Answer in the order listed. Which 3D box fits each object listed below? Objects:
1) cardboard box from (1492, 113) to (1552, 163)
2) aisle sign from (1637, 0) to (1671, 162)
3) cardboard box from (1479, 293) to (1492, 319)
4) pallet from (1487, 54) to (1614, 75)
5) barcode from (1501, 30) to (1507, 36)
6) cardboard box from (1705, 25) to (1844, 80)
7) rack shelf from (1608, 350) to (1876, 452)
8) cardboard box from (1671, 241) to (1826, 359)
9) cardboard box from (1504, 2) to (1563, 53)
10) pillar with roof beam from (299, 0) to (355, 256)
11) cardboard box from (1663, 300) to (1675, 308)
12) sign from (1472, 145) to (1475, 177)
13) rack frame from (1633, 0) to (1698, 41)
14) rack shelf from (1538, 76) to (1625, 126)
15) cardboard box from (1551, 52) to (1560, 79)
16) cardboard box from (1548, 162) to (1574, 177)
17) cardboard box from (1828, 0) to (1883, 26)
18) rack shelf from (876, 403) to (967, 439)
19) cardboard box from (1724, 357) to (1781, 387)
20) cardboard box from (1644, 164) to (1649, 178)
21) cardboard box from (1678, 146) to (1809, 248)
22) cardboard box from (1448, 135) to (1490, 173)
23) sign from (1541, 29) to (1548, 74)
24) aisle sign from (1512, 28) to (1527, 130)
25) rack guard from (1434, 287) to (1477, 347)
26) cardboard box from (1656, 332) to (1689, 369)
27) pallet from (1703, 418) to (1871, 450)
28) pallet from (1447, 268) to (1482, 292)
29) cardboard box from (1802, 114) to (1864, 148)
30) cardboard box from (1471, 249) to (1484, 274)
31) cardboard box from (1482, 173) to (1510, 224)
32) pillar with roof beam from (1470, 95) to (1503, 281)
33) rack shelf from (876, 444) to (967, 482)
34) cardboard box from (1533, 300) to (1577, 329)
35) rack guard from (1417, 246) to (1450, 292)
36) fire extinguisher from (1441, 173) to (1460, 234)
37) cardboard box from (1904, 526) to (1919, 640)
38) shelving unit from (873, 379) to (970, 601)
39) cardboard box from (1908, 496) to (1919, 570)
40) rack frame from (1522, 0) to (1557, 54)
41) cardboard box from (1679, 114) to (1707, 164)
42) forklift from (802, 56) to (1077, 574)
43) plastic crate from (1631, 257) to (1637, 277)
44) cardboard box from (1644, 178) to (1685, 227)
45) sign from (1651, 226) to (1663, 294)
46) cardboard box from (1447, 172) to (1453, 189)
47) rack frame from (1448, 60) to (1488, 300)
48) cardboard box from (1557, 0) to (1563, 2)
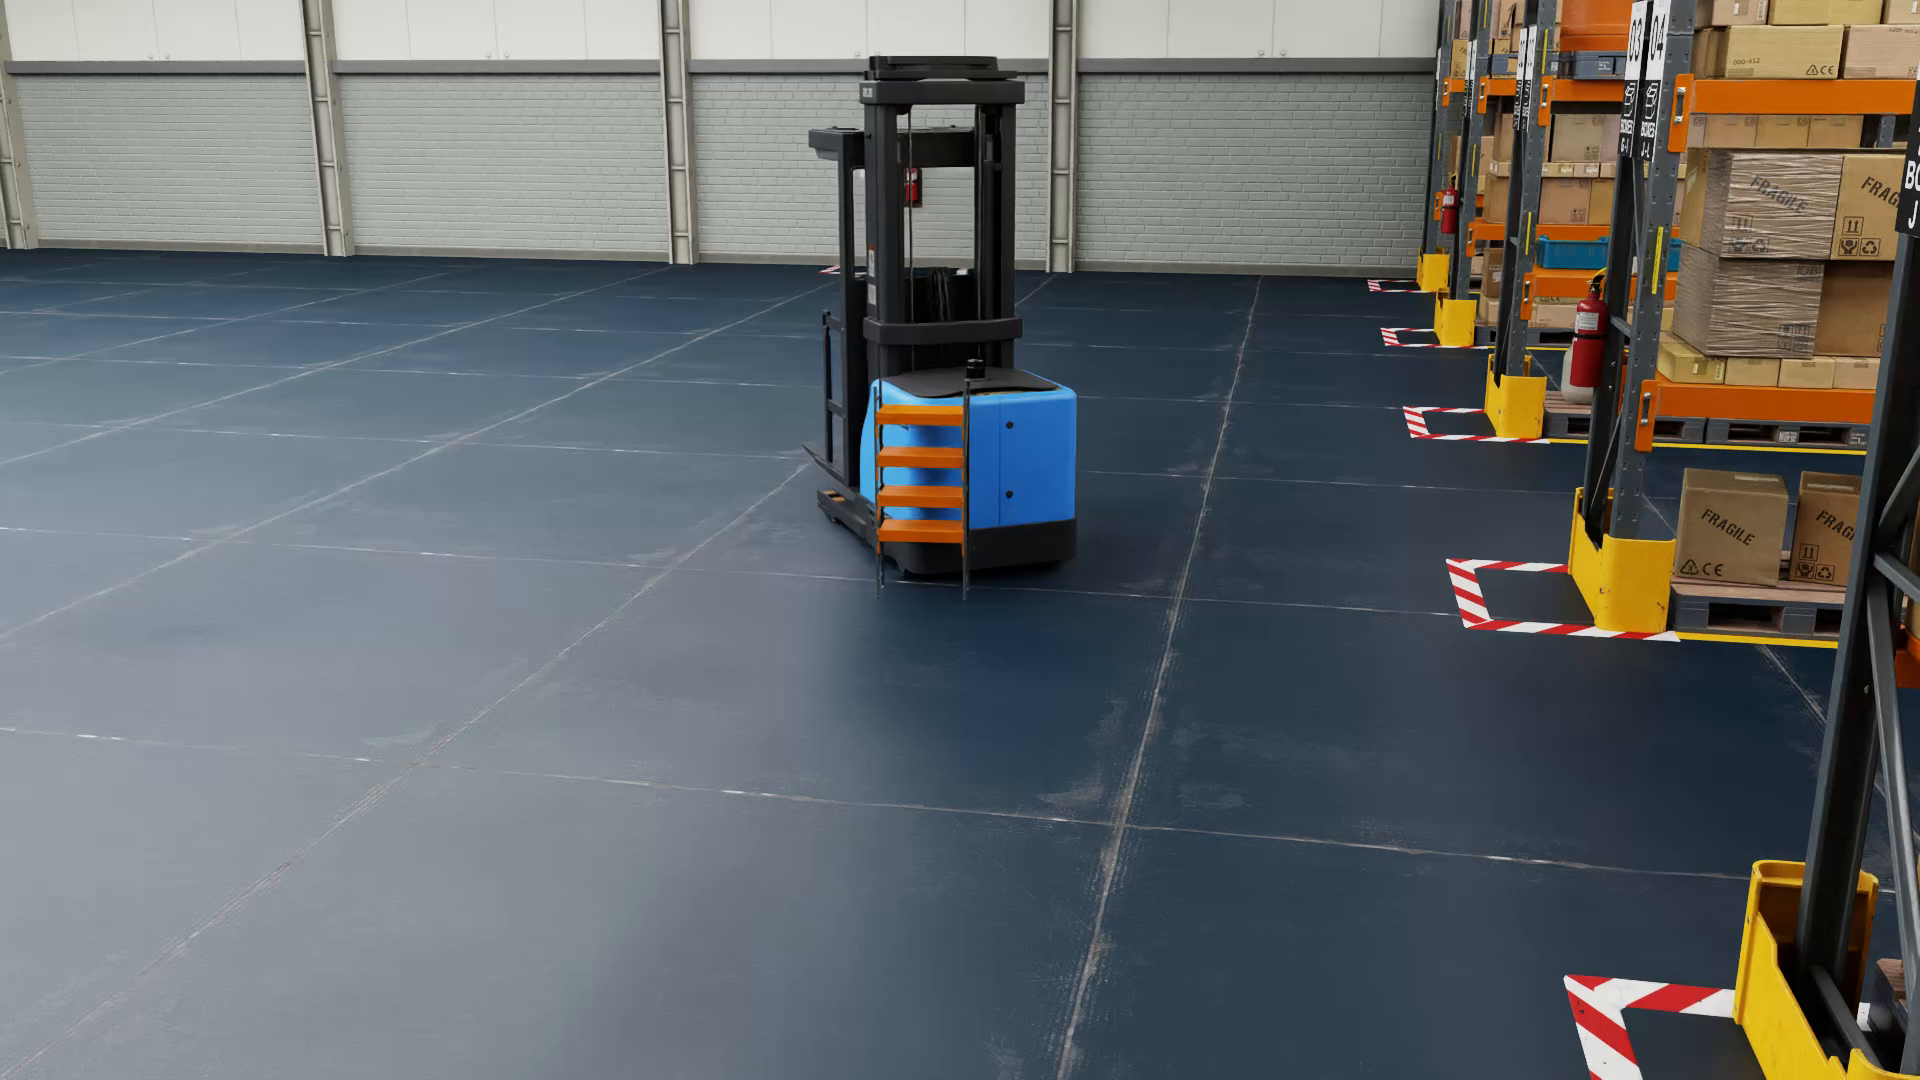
[{"bbox_3d":[6.062,-4.351,17.961,0.500,0.500,0.700,3,16,11],"label":"cardboard box"},{"bbox_3d":[3.457,-2.295,8.287,0.004,0.787,0.394,3,16,11],"label":"aisle sign"},{"bbox_3d":[6.140,-2.634,18.747,0.500,0.250,0.500,3,16,11],"label":"cardboard box"},{"bbox_3d":[6.243,-5.067,17.711,1.213,0.211,1.003,3,16,11],"label":"pallet"},{"bbox_3d":[5.948,-5.544,18.179,0.075,0.075,0.001,3,16,11],"label":"barcode"},{"bbox_3d":[3.999,-2.397,8.188,0.500,0.250,0.500,4,16,13],"label":"cardboard box"},{"bbox_3d":[5.538,-0.664,8.617,4.000,0.370,1.077,3,16,11],"label":"rack shelf"},{"bbox_3d":[4.111,-1.272,8.720,0.500,0.500,0.875,3,16,11],"label":"cardboard box"},{"bbox_3d":[6.118,-5.442,17.656,0.637,0.503,0.797,4,16,15],"label":"cardboard box"},{"bbox_3d":[-11.099,-7.916,22.211,0.400,9.000,9.100,3,16,11],"label":"pillar with roof beam"},{"bbox_3d":[7.506,-2.780,17.867,0.500,0.500,0.500,3,16,11],"label":"cardboard box"},{"bbox_3d":[5.439,-4.019,17.610,0.005,0.325,0.100,3,16,11],"label":"sign"},{"bbox_3d":[3.578,-4.008,8.104,0.127,3.000,1.000,3,16,11],"label":"rack frame"},{"bbox_3d":[6.525,-3.405,12.894,4.000,0.370,1.077,3,16,11],"label":"rack shelf"},{"bbox_3d":[7.846,-6.360,21.989,0.500,0.500,0.500,4,16,14],"label":"cardboard box"},{"bbox_3d":[6.401,-3.965,17.784,0.250,0.149,0.380,3,16,11],"label":"cardboard box"},{"bbox_3d":[4.309,-2.587,8.127,0.250,0.149,0.380,3,16,10],"label":"cardboard box"},{"bbox_3d":[-0.207,-0.655,9.137,0.480,0.148,0.258,1,16,5],"label":"rack shelf"},{"bbox_3d":[4.051,-0.900,8.593,0.250,0.149,0.380,3,16,11],"label":"cardboard box"},{"bbox_3d":[7.160,-3.924,17.636,0.250,0.149,0.380,3,16,10],"label":"cardboard box"},{"bbox_3d":[4.166,-1.826,8.846,0.500,0.500,0.500,3,16,11],"label":"cardboard box"},{"bbox_3d":[7.043,-5.333,22.966,0.500,0.500,0.500,3,16,10],"label":"cardboard box"},{"bbox_3d":[4.451,-3.719,12.662,0.005,0.325,0.100,3,16,11],"label":"sign"},{"bbox_3d":[4.554,-3.747,13.530,0.004,0.787,0.394,3,16,11],"label":"aisle sign"},{"bbox_3d":[5.532,-2.505,18.598,0.348,0.500,1.175,3,16,11],"label":"rack guard"},{"bbox_3d":[3.898,-1.035,9.079,0.250,0.149,0.380,3,16,11],"label":"cardboard box"},{"bbox_3d":[6.636,-0.967,13.587,1.213,0.211,1.003,3,16,11],"label":"pallet"},{"bbox_3d":[7.403,-3.604,23.107,1.213,0.211,1.003,3,16,11],"label":"pallet"},{"bbox_3d":[9.039,-4.191,17.384,0.500,0.500,0.700,3,16,11],"label":"cardboard box"},{"bbox_3d":[7.199,-3.860,23.021,0.500,0.311,0.500,1,16,5],"label":"cardboard box"},{"bbox_3d":[6.011,-3.728,18.145,0.500,0.500,0.700,3,16,11],"label":"cardboard box"},{"bbox_3d":[6.540,-6.958,18.755,0.400,9.000,9.100,3,16,11],"label":"pillar with roof beam"},{"bbox_3d":[-0.207,-0.427,9.200,0.480,0.148,0.258,1,16,5],"label":"rack shelf"},{"bbox_3d":[6.528,-2.473,18.165,0.500,0.250,0.500,3,16,11],"label":"cardboard box"},{"bbox_3d":[6.614,-3.796,23.258,0.348,0.500,1.175,3,16,11],"label":"rack guard"},{"bbox_3d":[5.532,-3.799,18.731,0.183,0.674,0.296,3,16,11],"label":"fire extinguisher"},{"bbox_3d":[2.863,0.111,4.192,0.550,0.550,0.875,3,16,11],"label":"cardboard box"},{"bbox_3d":[-0.207,-0.276,9.242,0.503,1.200,0.258,1,16,5],"label":"shelving unit"},{"bbox_3d":[5.389,-0.016,8.826,0.500,0.500,0.500,5,16,16],"label":"cardboard box"},{"bbox_3d":[4.565,-5.304,12.782,0.127,3.000,1.000,3,16,11],"label":"rack frame"},{"bbox_3d":[7.564,-4.271,17.673,0.500,0.500,0.700,3,16,11],"label":"cardboard box"},{"bbox_3d":[-0.308,-1.565,10.652,1.130,2.935,3.031,-6,17,-20],"label":"forklift"},{"bbox_3d":[5.378,-2.154,13.142,0.250,0.136,0.298,3,16,11],"label":"plastic crate"},{"bbox_3d":[7.528,-3.647,17.850,0.500,0.500,0.700,4,16,13],"label":"cardboard box"},{"bbox_3d":[3.470,-1.392,8.277,0.005,0.325,0.100,3,16,11],"label":"sign"},{"bbox_3d":[7.036,-4.967,23.049,0.500,0.250,0.500,3,16,12],"label":"cardboard box"},{"bbox_3d":[5.556,-3.708,18.260,0.127,3.000,1.000,3,16,11],"label":"rack frame"},{"bbox_3d":[7.854,-6.841,21.853,0.500,0.500,0.500,4,16,13],"label":"cardboard box"}]
